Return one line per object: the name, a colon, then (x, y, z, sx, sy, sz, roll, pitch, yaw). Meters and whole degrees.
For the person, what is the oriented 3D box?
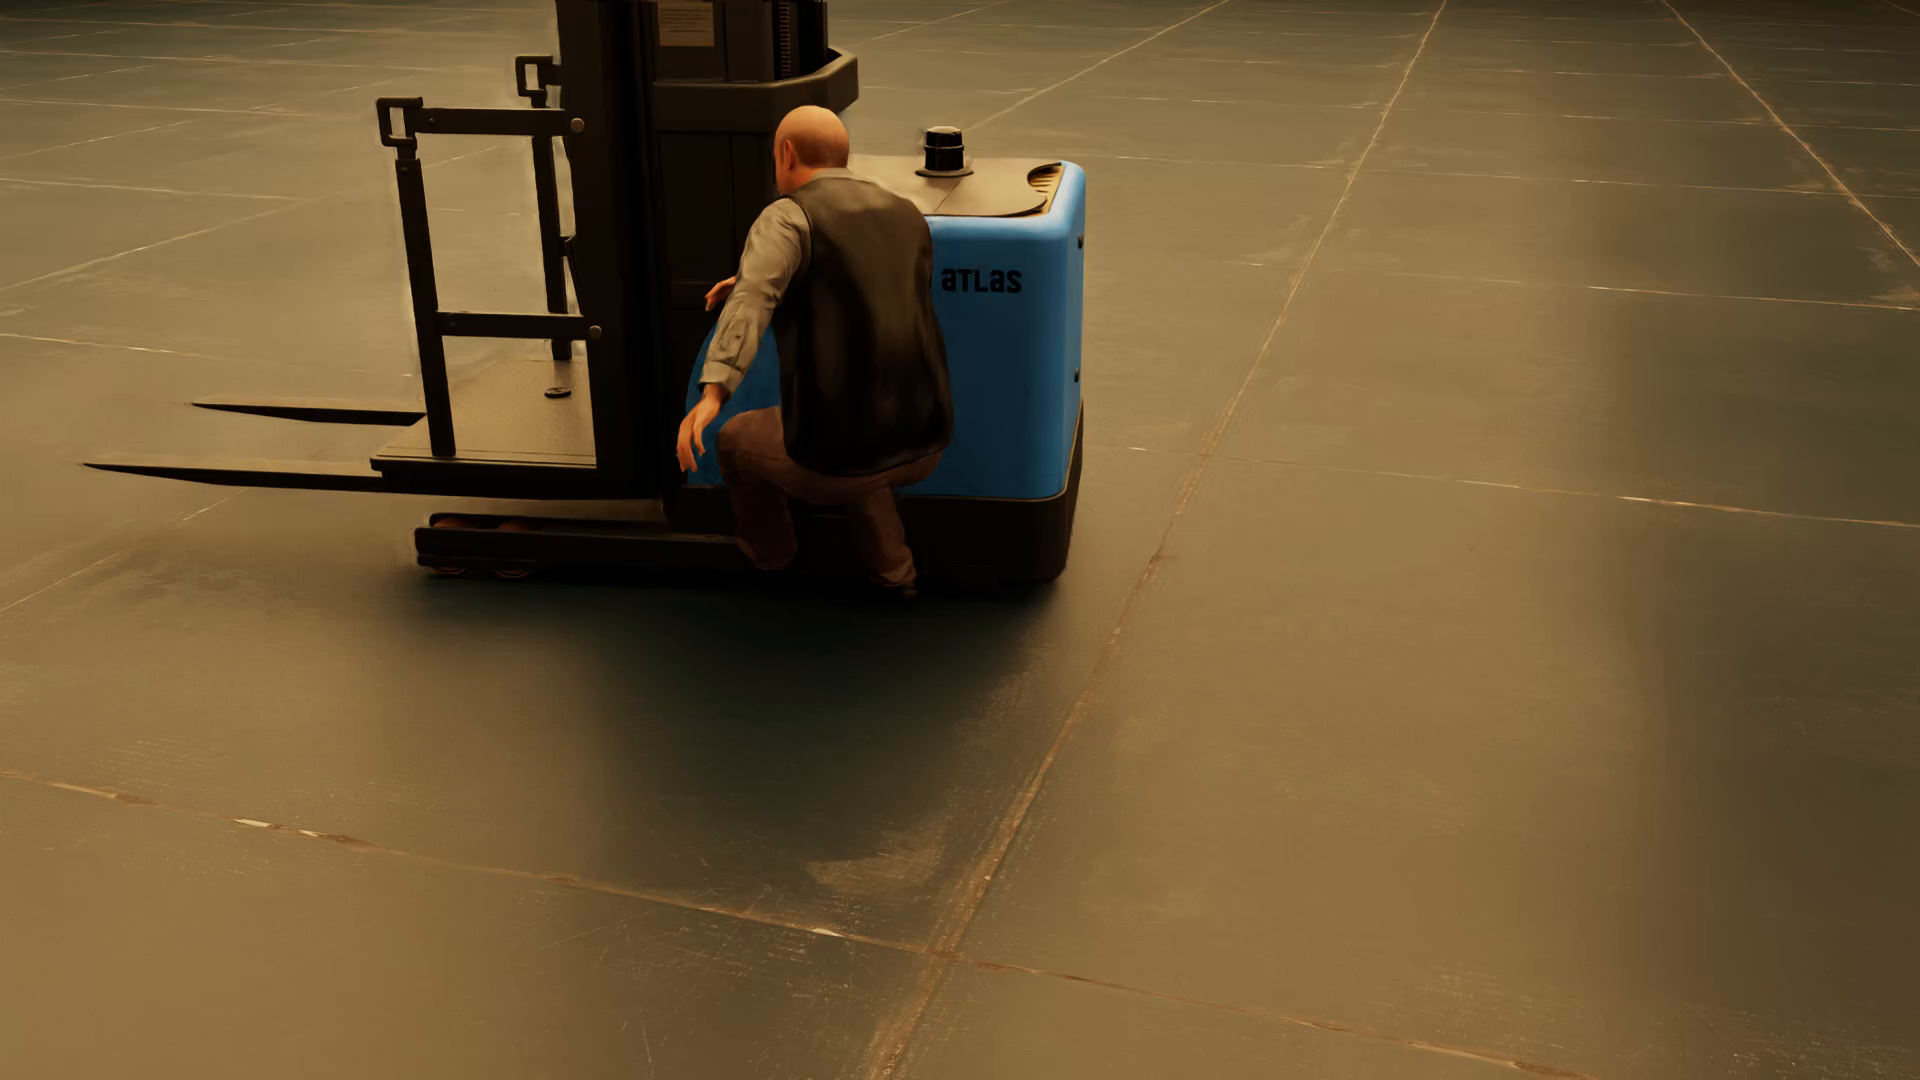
person: (-0.480, -0.344, 4.192, 1.047, 1.443, 0.939, -18, 29, -37)

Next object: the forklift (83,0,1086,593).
forklift: (-1.153, -1.439, 4.765, 3.031, 2.935, 1.130, 3, 23, 7)
